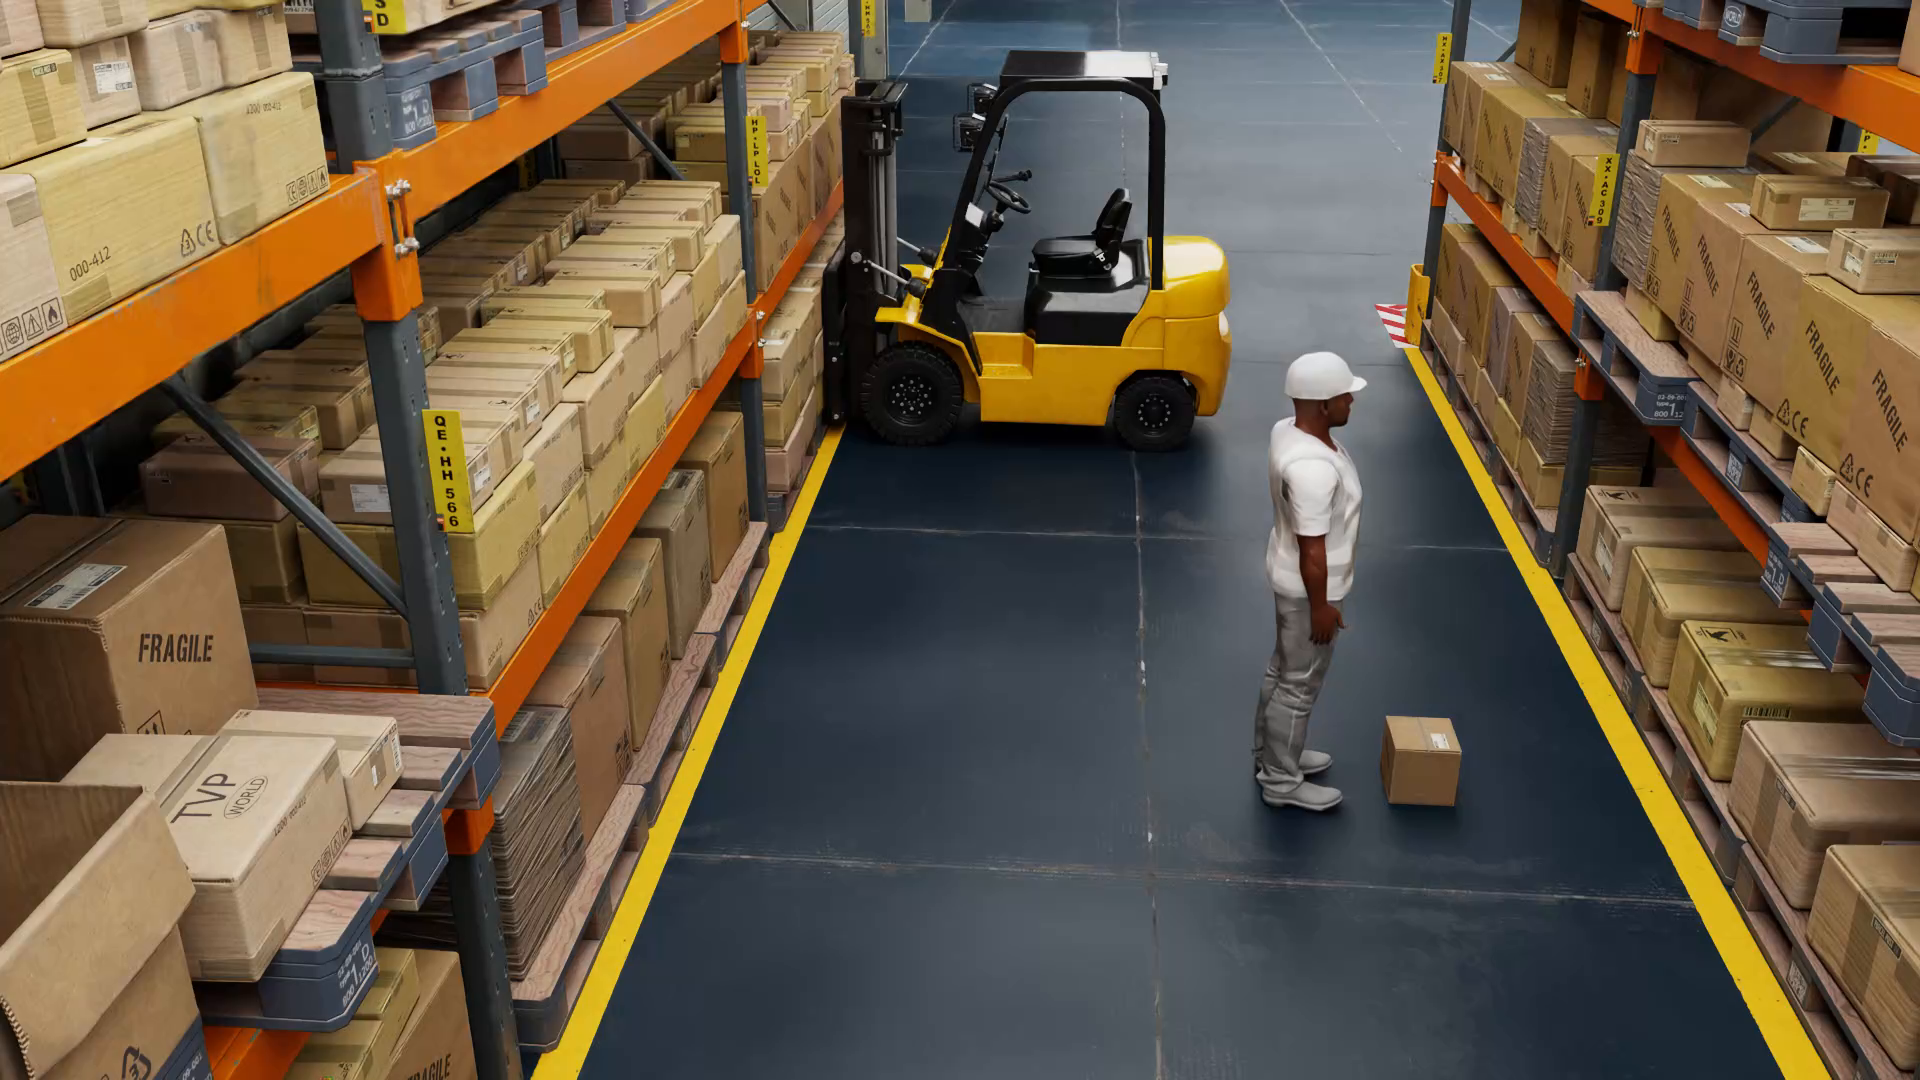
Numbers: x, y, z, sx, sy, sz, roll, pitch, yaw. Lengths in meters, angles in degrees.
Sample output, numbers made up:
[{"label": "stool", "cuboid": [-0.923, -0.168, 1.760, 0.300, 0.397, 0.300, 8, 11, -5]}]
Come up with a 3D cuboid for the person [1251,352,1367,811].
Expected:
[{"label": "person", "cuboid": [1.311, 0.149, 6.230, 0.368, 1.766, 0.562, 2, 24, 5]}]
